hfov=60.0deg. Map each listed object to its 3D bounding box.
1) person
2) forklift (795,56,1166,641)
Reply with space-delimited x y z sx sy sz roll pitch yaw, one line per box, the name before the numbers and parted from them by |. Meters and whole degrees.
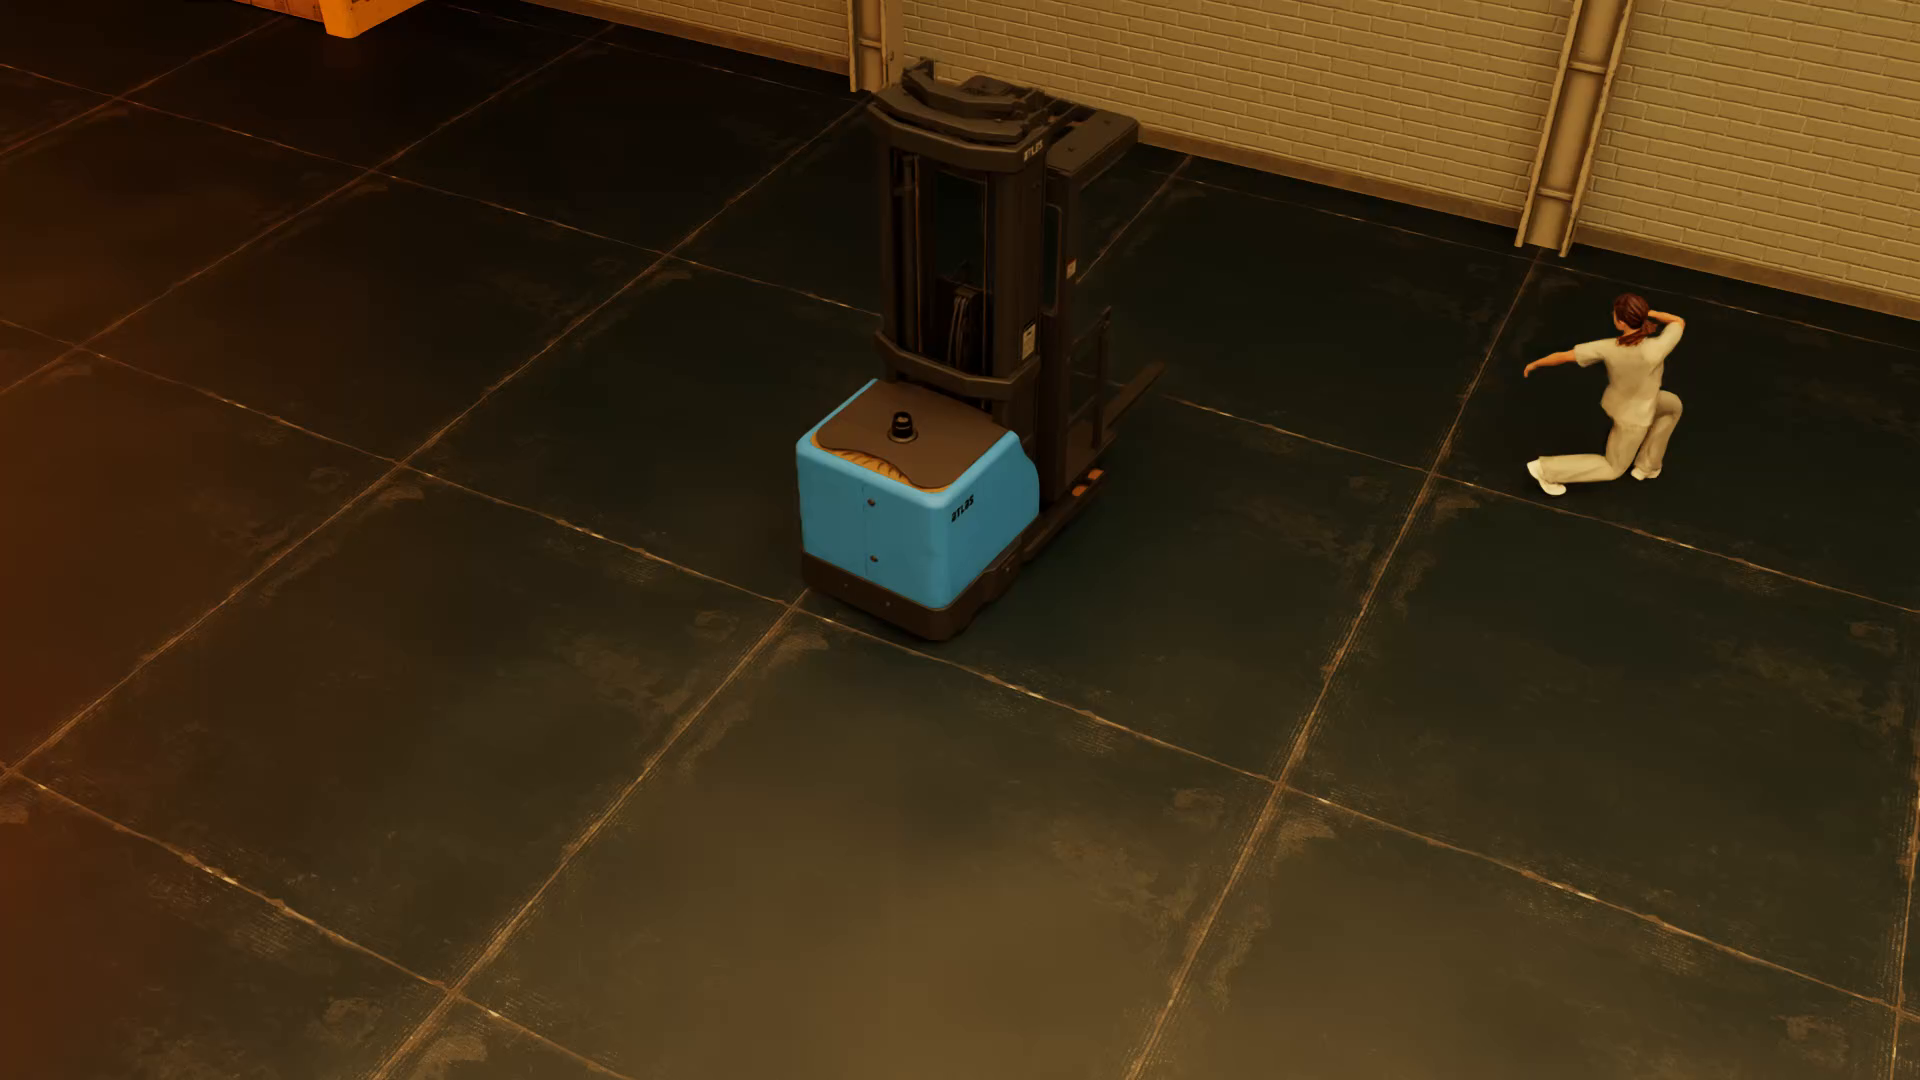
person | 4.026 -0.963 10.338 0.969 1.406 0.749 -16 43 -18
forklift | 0.294 -1.463 9.724 1.130 2.935 3.031 23 45 25
